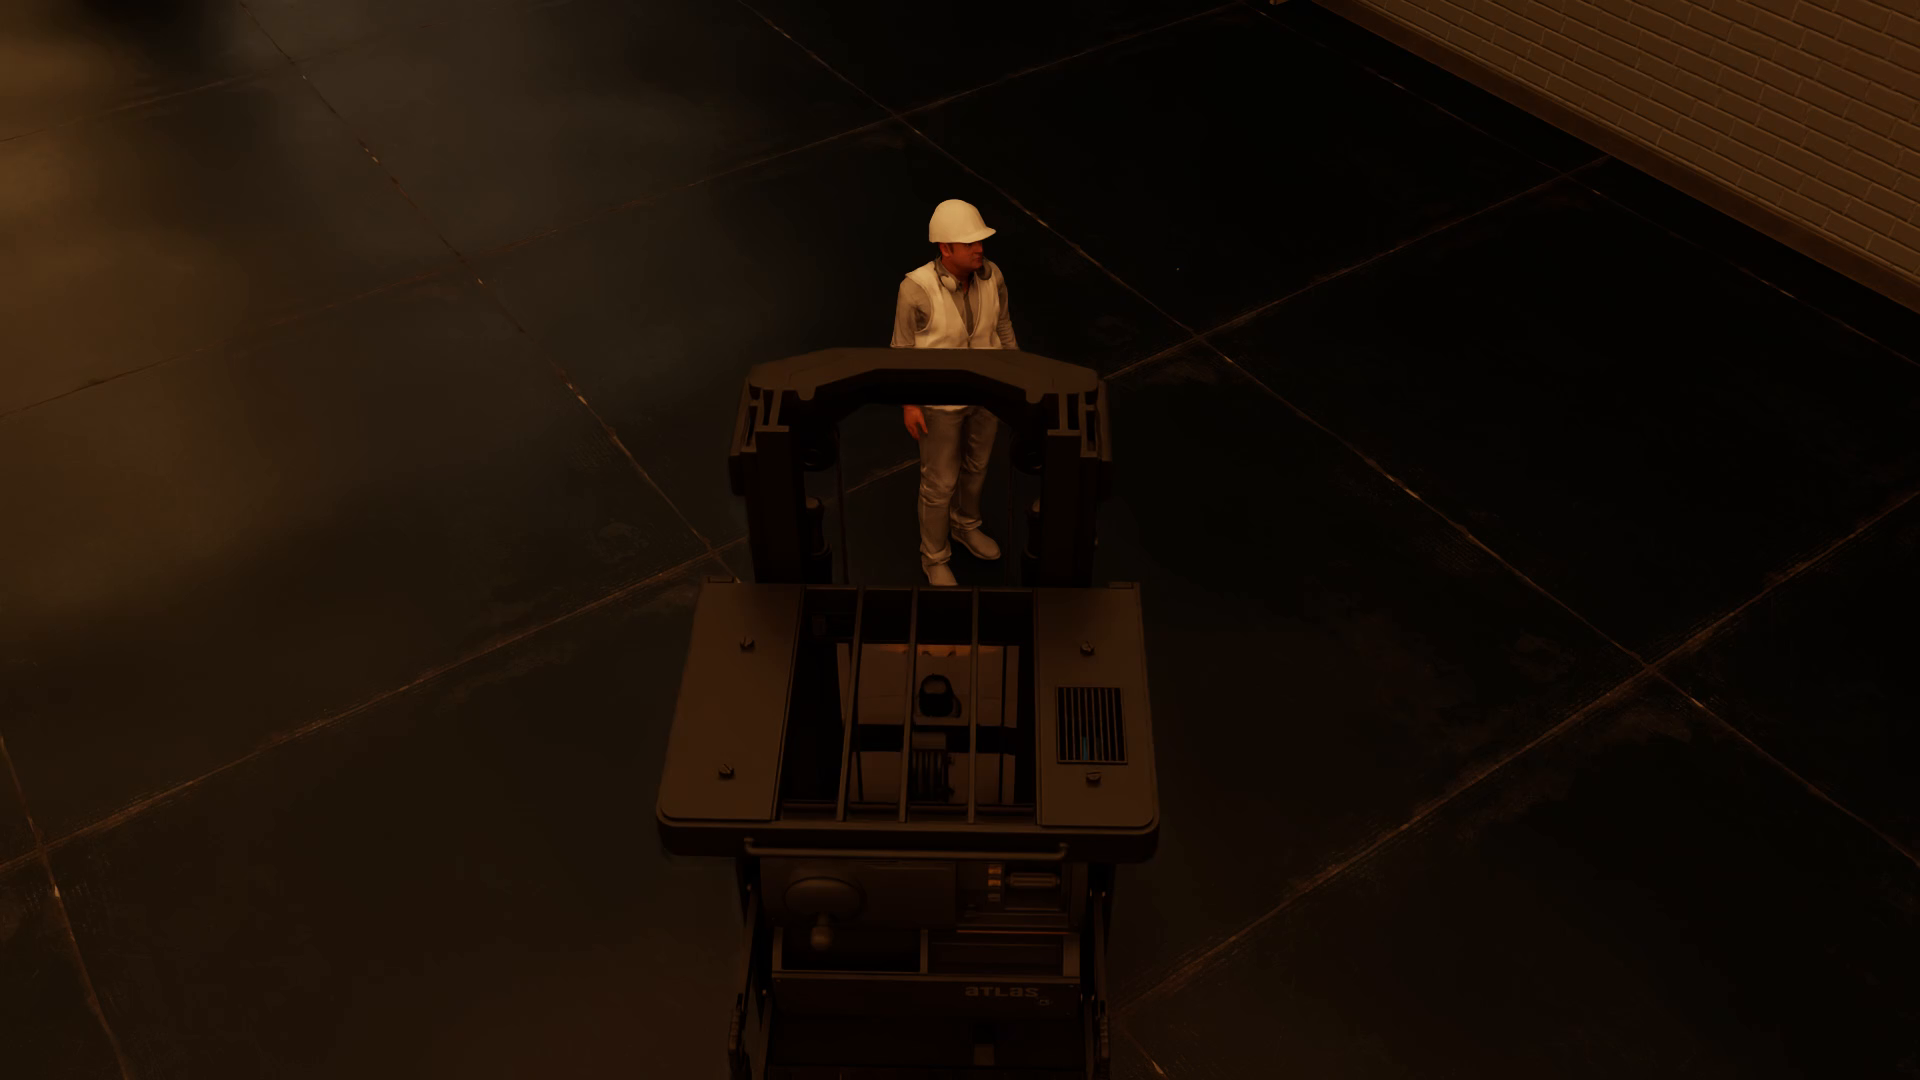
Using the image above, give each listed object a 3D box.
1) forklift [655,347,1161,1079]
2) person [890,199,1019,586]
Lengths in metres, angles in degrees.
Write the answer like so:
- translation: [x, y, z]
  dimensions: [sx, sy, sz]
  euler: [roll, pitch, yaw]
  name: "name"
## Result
- translation: [-0.104, 1.058, 4.568]
  dimensions: [1.130, 2.935, 3.031]
  euler: [1, 43, 1]
  name: "forklift"
- translation: [0.030, -0.618, 7.233]
  dimensions: [0.634, 1.770, 0.566]
  euler: [-25, 48, -25]
  name: "person"
